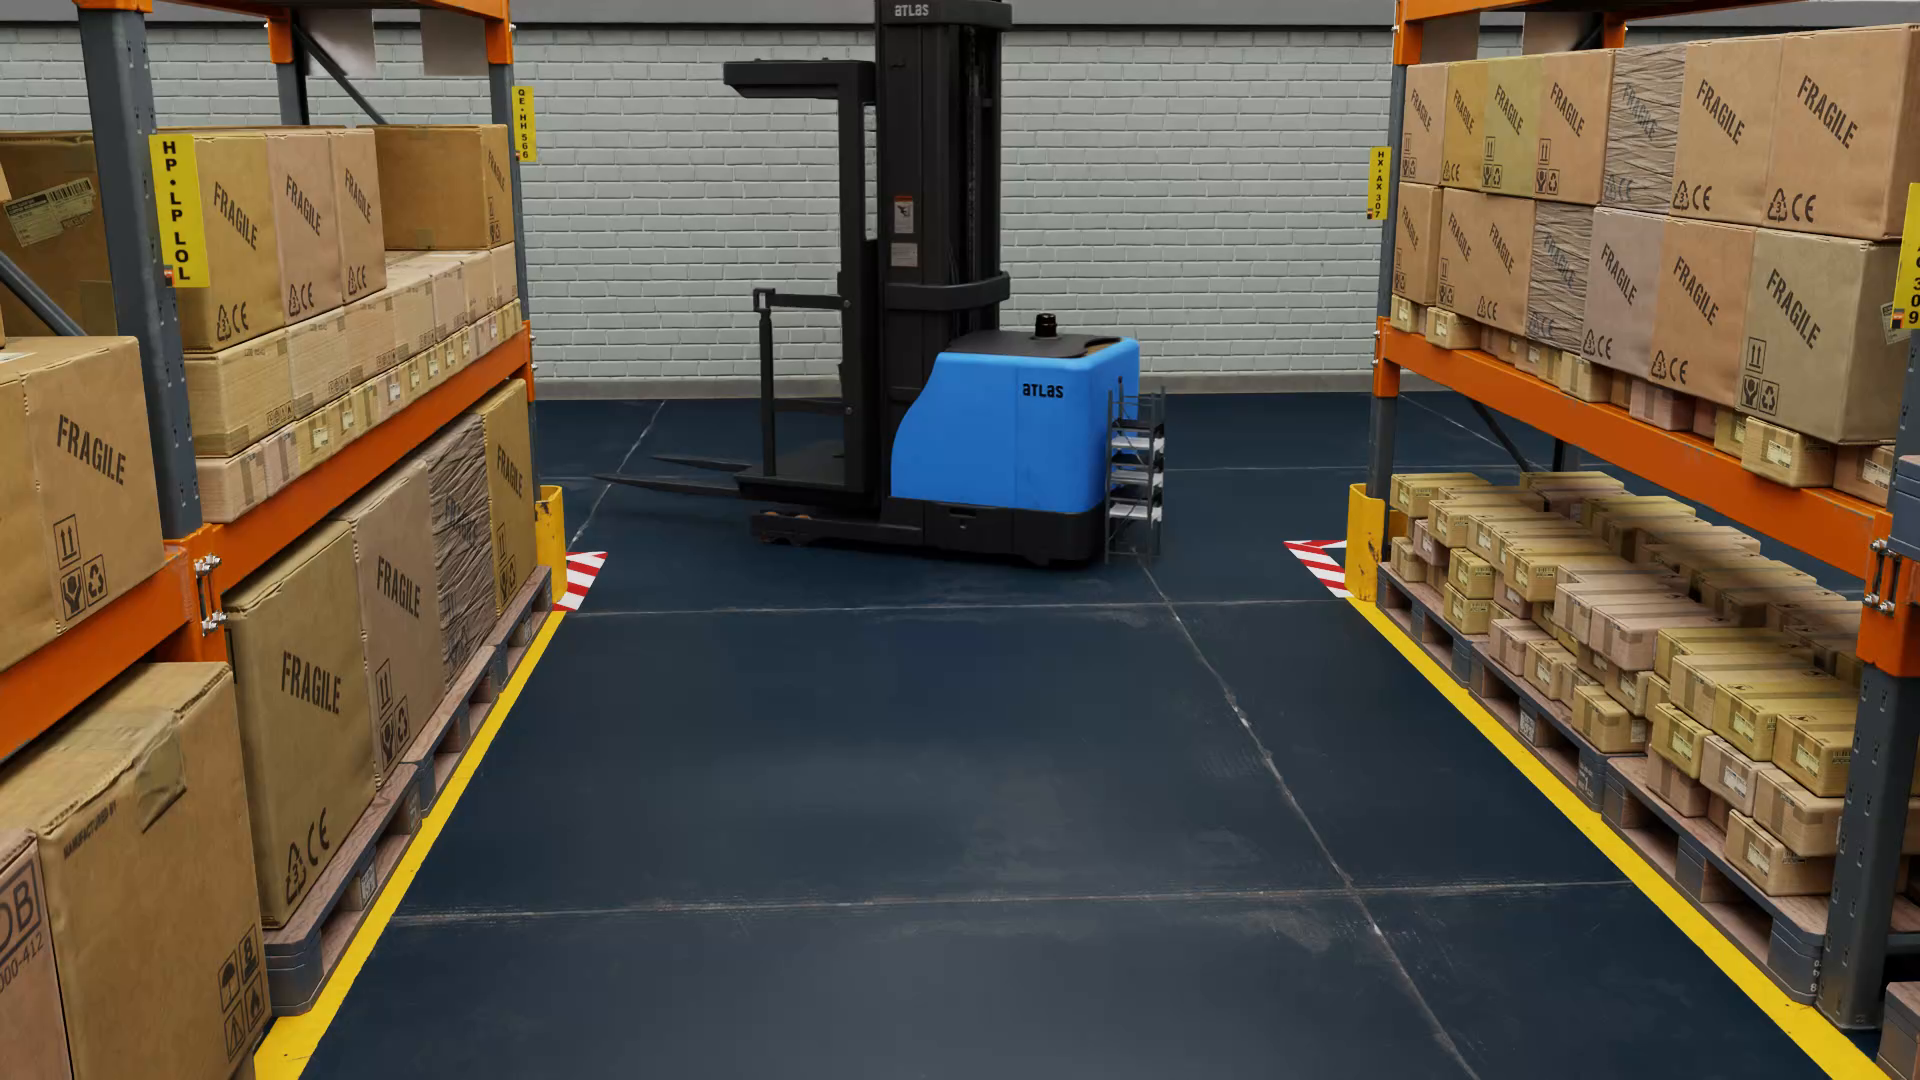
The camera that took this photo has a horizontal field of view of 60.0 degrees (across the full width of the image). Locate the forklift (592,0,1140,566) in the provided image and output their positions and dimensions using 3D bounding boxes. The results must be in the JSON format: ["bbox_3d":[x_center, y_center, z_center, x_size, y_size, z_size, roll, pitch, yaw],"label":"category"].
[{"bbox_3d":[-0.587,-1.504,8.988,3.031,2.935,1.130,6,16,21],"label":"forklift"}]

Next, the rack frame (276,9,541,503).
[{"bbox_3d":[-2.489,-1.175,7.574,1.000,3.000,0.127,-1,14,-3],"label":"rack frame"}]

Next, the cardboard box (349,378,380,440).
[{"bbox_3d":[-1.995,-0.397,5.054,0.380,0.149,0.250,-1,14,-4],"label":"cardboard box"}]

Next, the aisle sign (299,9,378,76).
[{"bbox_3d":[-2.793,-2.447,7.301,0.394,0.787,0.004,-1,14,-3],"label":"aisle sign"}]

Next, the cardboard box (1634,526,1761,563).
[{"bbox_3d":[2.880,0.048,6.507,0.380,0.149,0.250,0,14,-1],"label":"cardboard box"}]

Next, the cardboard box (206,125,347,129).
[{"bbox_3d":[-2.698,-1.362,6.499,0.500,0.500,0.500,-1,14,-5],"label":"cardboard box"}]

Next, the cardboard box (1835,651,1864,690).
[{"bbox_3d":[2.878,0.437,4.993,0.380,0.149,0.250,-1,14,-4],"label":"cardboard box"}]

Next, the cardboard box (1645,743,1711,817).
[{"bbox_3d":[2.338,0.723,5.077,0.380,0.149,0.250,-1,14,-5],"label":"cardboard box"}]

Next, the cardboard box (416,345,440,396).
[{"bbox_3d":[-2.044,-0.590,5.803,0.380,0.149,0.250,-1,14,-2],"label":"cardboard box"}]

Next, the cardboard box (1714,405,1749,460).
[{"bbox_3d":[2.383,-0.307,4.705,0.380,0.149,0.250,0,14,-1],"label":"cardboard box"}]

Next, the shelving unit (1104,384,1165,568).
[{"bbox_3d":[0.893,-0.329,8.500,0.258,0.900,0.210,5,15,20],"label":"shelving unit"}]

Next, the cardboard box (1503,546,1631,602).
[{"bbox_3d":[2.262,0.125,6.205,0.380,0.149,0.250,-1,14,-3],"label":"cardboard box"}]

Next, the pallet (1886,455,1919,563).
[{"bbox_3d":[2.618,0.053,3.184,1.003,0.211,1.213,-1,14,-3],"label":"pallet"}]

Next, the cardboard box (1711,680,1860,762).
[{"bbox_3d":[2.378,0.510,4.709,0.380,0.149,0.250,-1,14,-3],"label":"cardboard box"}]

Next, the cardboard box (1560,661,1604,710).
[{"bbox_3d":[2.338,0.530,5.825,0.380,0.149,0.250,-1,14,-2],"label":"cardboard box"}]

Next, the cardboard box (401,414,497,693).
[{"bbox_3d":[-2.313,0.035,6.293,0.875,0.875,0.875,-1,14,-3],"label":"cardboard box"}]

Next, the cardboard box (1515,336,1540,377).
[{"bbox_3d":[2.313,-0.697,6.219,0.380,0.149,0.250,-1,14,-5],"label":"cardboard box"}]

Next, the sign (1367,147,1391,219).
[{"bbox_3d":[1.926,-1.637,7.633,0.100,0.325,0.005,-1,14,-3],"label":"sign"}]

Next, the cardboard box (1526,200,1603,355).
[{"bbox_3d":[2.334,-0.922,5.791,0.500,0.500,0.500,-1,14,-5],"label":"cardboard box"}]

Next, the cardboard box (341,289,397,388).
[{"bbox_3d":[-2.072,-0.625,5.140,0.500,0.250,0.500,-1,14,-2],"label":"cardboard box"}]

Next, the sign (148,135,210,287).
[{"bbox_3d":[-1.700,-0.714,3.615,0.100,0.325,0.005,-1,14,-3],"label":"sign"}]

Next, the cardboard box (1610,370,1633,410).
[{"bbox_3d":[2.382,-0.503,5.466,0.380,0.149,0.250,-1,14,-4],"label":"cardboard box"}]

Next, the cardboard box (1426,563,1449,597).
[{"bbox_3d":[2.279,0.150,7.303,0.380,0.149,0.250,-1,14,-4],"label":"cardboard box"}]

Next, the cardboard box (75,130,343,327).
[{"bbox_3d":[-2.038,-0.861,4.550,0.500,0.500,0.500,-1,14,-3],"label":"cardboard box"}]

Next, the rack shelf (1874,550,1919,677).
[{"bbox_3d":[2.839,0.614,2.064,1.077,0.370,4.000,-1,14,-3],"label":"rack shelf"}]

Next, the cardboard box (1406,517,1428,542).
[{"bbox_3d":[2.244,-0.059,7.518,0.380,0.149,0.250,0,14,-1],"label":"cardboard box"}]

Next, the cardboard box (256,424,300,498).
[{"bbox_3d":[-1.944,-0.203,4.298,0.380,0.149,0.250,-1,14,-5],"label":"cardboard box"}]

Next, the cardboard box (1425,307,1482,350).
[{"bbox_3d":[2.181,-0.889,6.965,0.380,0.149,0.250,-1,14,-5],"label":"cardboard box"}]

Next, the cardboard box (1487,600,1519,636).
[{"bbox_3d":[2.318,0.339,6.569,0.380,0.149,0.250,-1,14,-3],"label":"cardboard box"}]

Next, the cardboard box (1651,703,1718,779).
[{"bbox_3d":[2.315,0.595,4.977,0.380,0.149,0.250,-1,14,-5],"label":"cardboard box"}]

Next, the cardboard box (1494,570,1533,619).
[{"bbox_3d":[2.327,0.199,6.513,0.380,0.149,0.250,-2,15,-6],"label":"cardboard box"}]

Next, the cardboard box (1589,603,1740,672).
[{"bbox_3d":[2.309,0.317,5.461,0.380,0.149,0.250,-2,15,-6],"label":"cardboard box"}]

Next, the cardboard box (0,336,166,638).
[{"bbox_3d":[-1.940,-0.117,3.259,0.500,0.500,0.500,-1,14,-3],"label":"cardboard box"}]

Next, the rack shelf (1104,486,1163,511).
[{"bbox_3d":[0.893,-0.210,8.531,0.258,0.077,0.200,5,15,20],"label":"rack shelf"}]

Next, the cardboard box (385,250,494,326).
[{"bbox_3d":[-2.163,-1.004,6.613,0.500,0.250,0.500,-1,14,-4],"label":"cardboard box"}]

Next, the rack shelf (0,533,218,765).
[{"bbox_3d":[-2.117,0.665,1.864,1.077,0.370,4.000,-1,14,-3],"label":"rack shelf"}]

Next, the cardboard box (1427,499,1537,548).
[{"bbox_3d":[2.186,-0.070,6.965,0.380,0.149,0.250,-1,14,-4],"label":"cardboard box"}]

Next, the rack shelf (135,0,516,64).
[{"bbox_3d":[-2.365,-1.782,5.356,1.077,0.370,4.000,-1,14,-3],"label":"rack shelf"}]

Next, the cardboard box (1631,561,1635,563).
[{"bbox_3d":[2.733,0.131,6.778,0.380,0.149,0.250,-1,14,-4],"label":"cardboard box"}]

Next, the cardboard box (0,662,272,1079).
[{"bbox_3d":[-2.182,0.804,3.302,1.225,0.875,0.875,-1,14,-3],"label":"cardboard box"}]

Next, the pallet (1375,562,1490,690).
[{"bbox_3d":[2.487,0.345,7.260,1.003,0.211,1.213,-1,14,-3],"label":"pallet"}]

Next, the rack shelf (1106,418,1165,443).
[{"bbox_3d":[0.893,-0.559,8.441,0.258,0.077,0.200,5,15,20],"label":"rack shelf"}]

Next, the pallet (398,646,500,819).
[{"bbox_3d":[-2.289,0.676,5.977,1.003,0.211,1.213,-1,14,-3],"label":"pallet"}]

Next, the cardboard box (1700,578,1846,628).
[{"bbox_3d":[2.806,0.241,5.753,0.380,0.149,0.250,-1,15,-6],"label":"cardboard box"}]

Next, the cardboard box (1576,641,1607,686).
[{"bbox_3d":[2.366,0.401,5.731,0.380,0.149,0.250,-2,15,-6],"label":"cardboard box"}]

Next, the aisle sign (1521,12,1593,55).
[{"bbox_3d":[2.763,-2.508,7.538,0.394,0.787,0.004,-1,14,-3],"label":"aisle sign"}]

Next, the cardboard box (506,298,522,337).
[{"bbox_3d":[-2.138,-0.970,7.281,0.380,0.149,0.250,-1,14,-2],"label":"cardboard box"}]

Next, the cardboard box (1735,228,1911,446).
[{"bbox_3d":[2.404,-0.540,4.308,0.500,0.500,0.500,-1,14,-3],"label":"cardboard box"}]

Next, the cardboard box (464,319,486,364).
[{"bbox_3d":[-2.091,-0.781,6.544,0.380,0.149,0.250,-1,14,-2],"label":"cardboard box"}]

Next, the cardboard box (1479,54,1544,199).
[{"bbox_3d":[2.278,-1.532,6.158,0.500,0.500,0.500,-1,14,-5],"label":"cardboard box"}]

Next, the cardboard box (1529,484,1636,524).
[{"bbox_3d":[2.712,-0.146,7.260,0.380,0.149,0.250,-1,14,-2],"label":"cardboard box"}]

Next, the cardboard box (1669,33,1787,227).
[{"bbox_3d":[2.379,-1.150,4.671,0.500,0.500,0.500,-1,14,-5],"label":"cardboard box"}]

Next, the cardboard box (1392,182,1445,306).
[{"bbox_3d":[2.220,-1.303,7.274,0.500,0.500,0.500,0,14,-1],"label":"cardboard box"}]
